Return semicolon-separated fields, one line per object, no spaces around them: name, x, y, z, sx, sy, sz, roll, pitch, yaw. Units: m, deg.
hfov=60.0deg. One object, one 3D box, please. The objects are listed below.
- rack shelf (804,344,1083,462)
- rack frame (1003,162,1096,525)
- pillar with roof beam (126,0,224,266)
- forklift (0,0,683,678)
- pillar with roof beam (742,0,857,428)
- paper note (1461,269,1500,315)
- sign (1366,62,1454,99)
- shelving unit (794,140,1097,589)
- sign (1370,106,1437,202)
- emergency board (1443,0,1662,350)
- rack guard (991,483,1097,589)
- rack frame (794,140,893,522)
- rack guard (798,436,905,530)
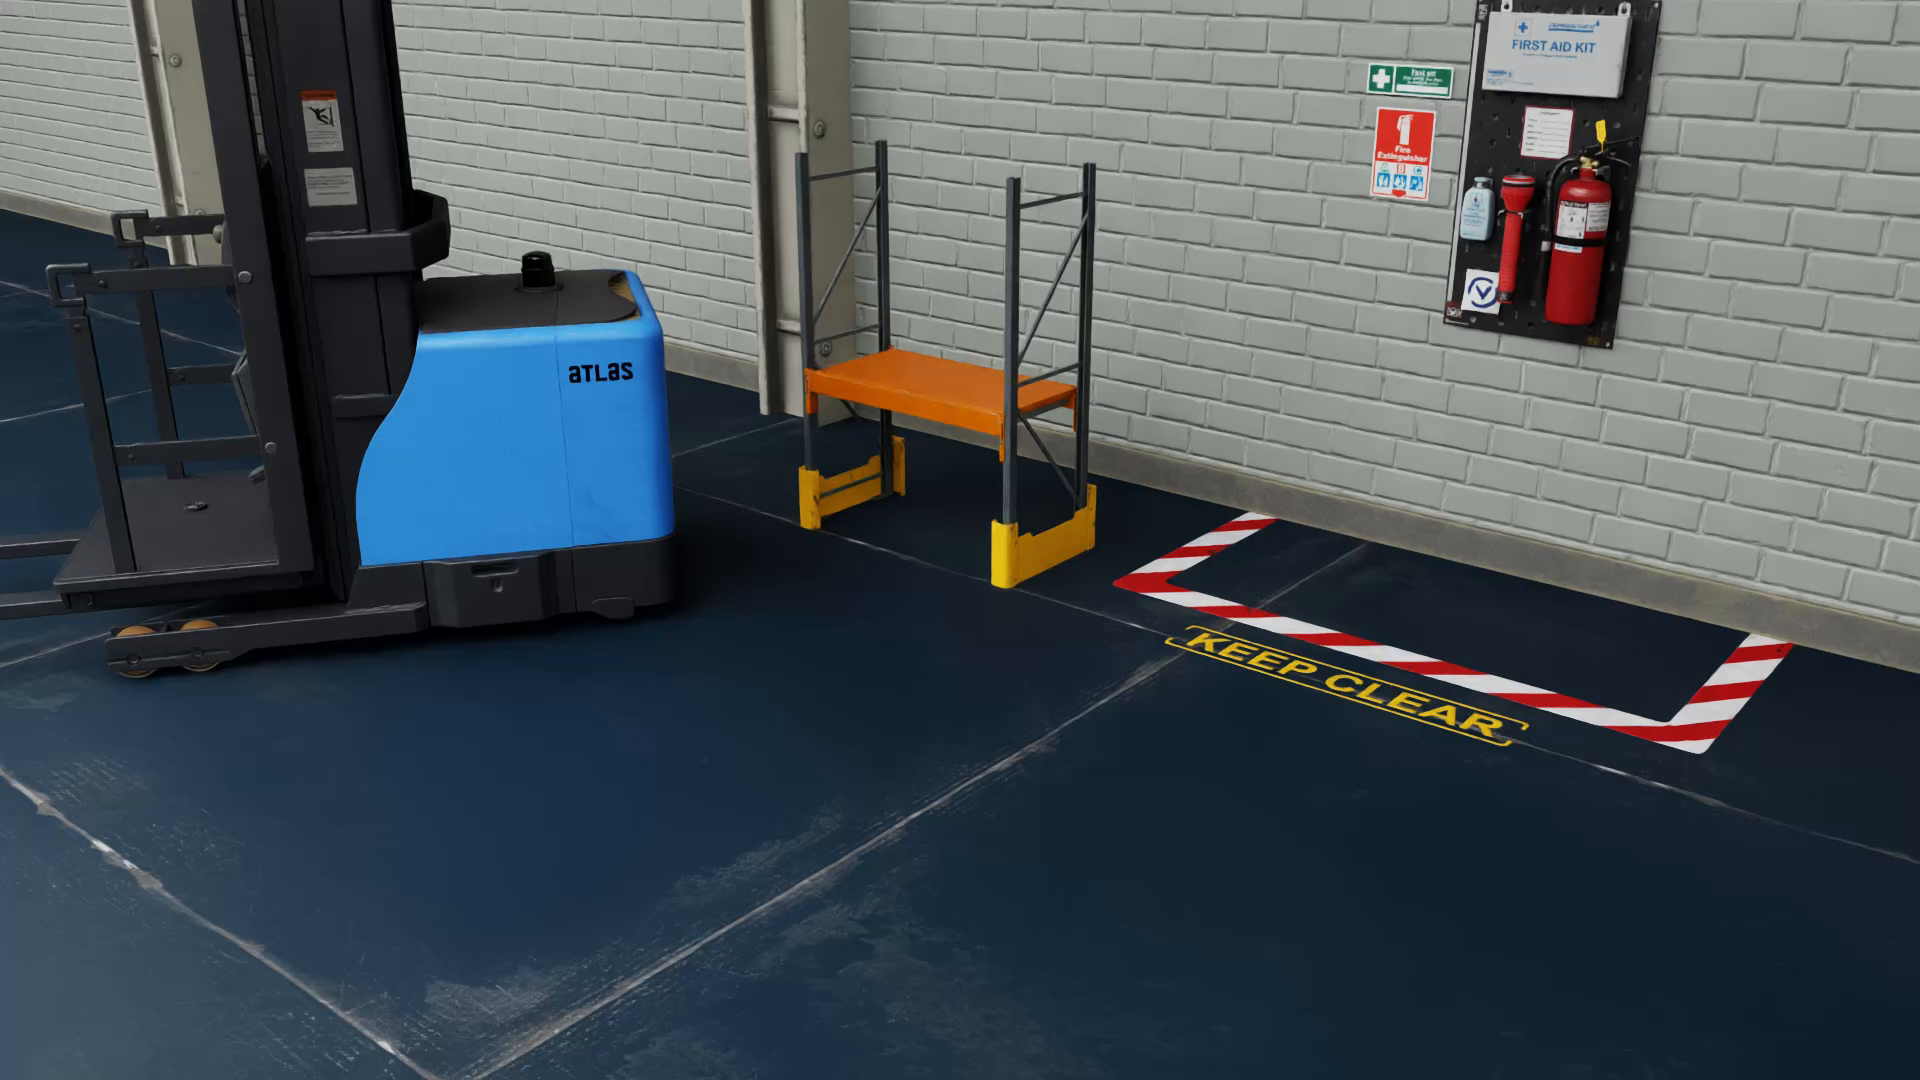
rack shelf;-0.066;-0.552;6.517;1.000;0.185;0.538;16;26;36
rack frame;0.328;-0.607;6.153;0.032;1.500;0.500;16;26;36
pillar with roof beam;-8.127;-5.006;7.191;0.400;9.000;9.100;16;26;36
forklift;-2.568;-1.125;5.496;3.031;2.935;1.130;-5;21;-14
pillar with roof beam;-3.479;-3.668;3.641;0.400;9.000;9.100;16;26;36
paper note;1.907;-0.907;6.070;0.142;0.148;0.016;16;26;36
sign;1.636;-1.673;6.053;0.331;0.109;0.001;16;26;36
shelving unit;-0.059;-0.719;6.449;1.083;1.500;0.587;16;26;36
sign;1.638;-1.429;6.155;0.234;0.329;0.001;16;26;36
emergency board;2.001;-1.261;5.760;0.643;1.169;0.194;16;26;36
rack guard;0.327;-0.023;6.375;0.087;0.250;0.587;16;26;36
rack frame;-0.460;-0.834;6.755;0.032;1.500;0.500;16;26;36
rack guard;-0.445;-0.245;6.964;0.087;0.250;0.587;16;26;36
